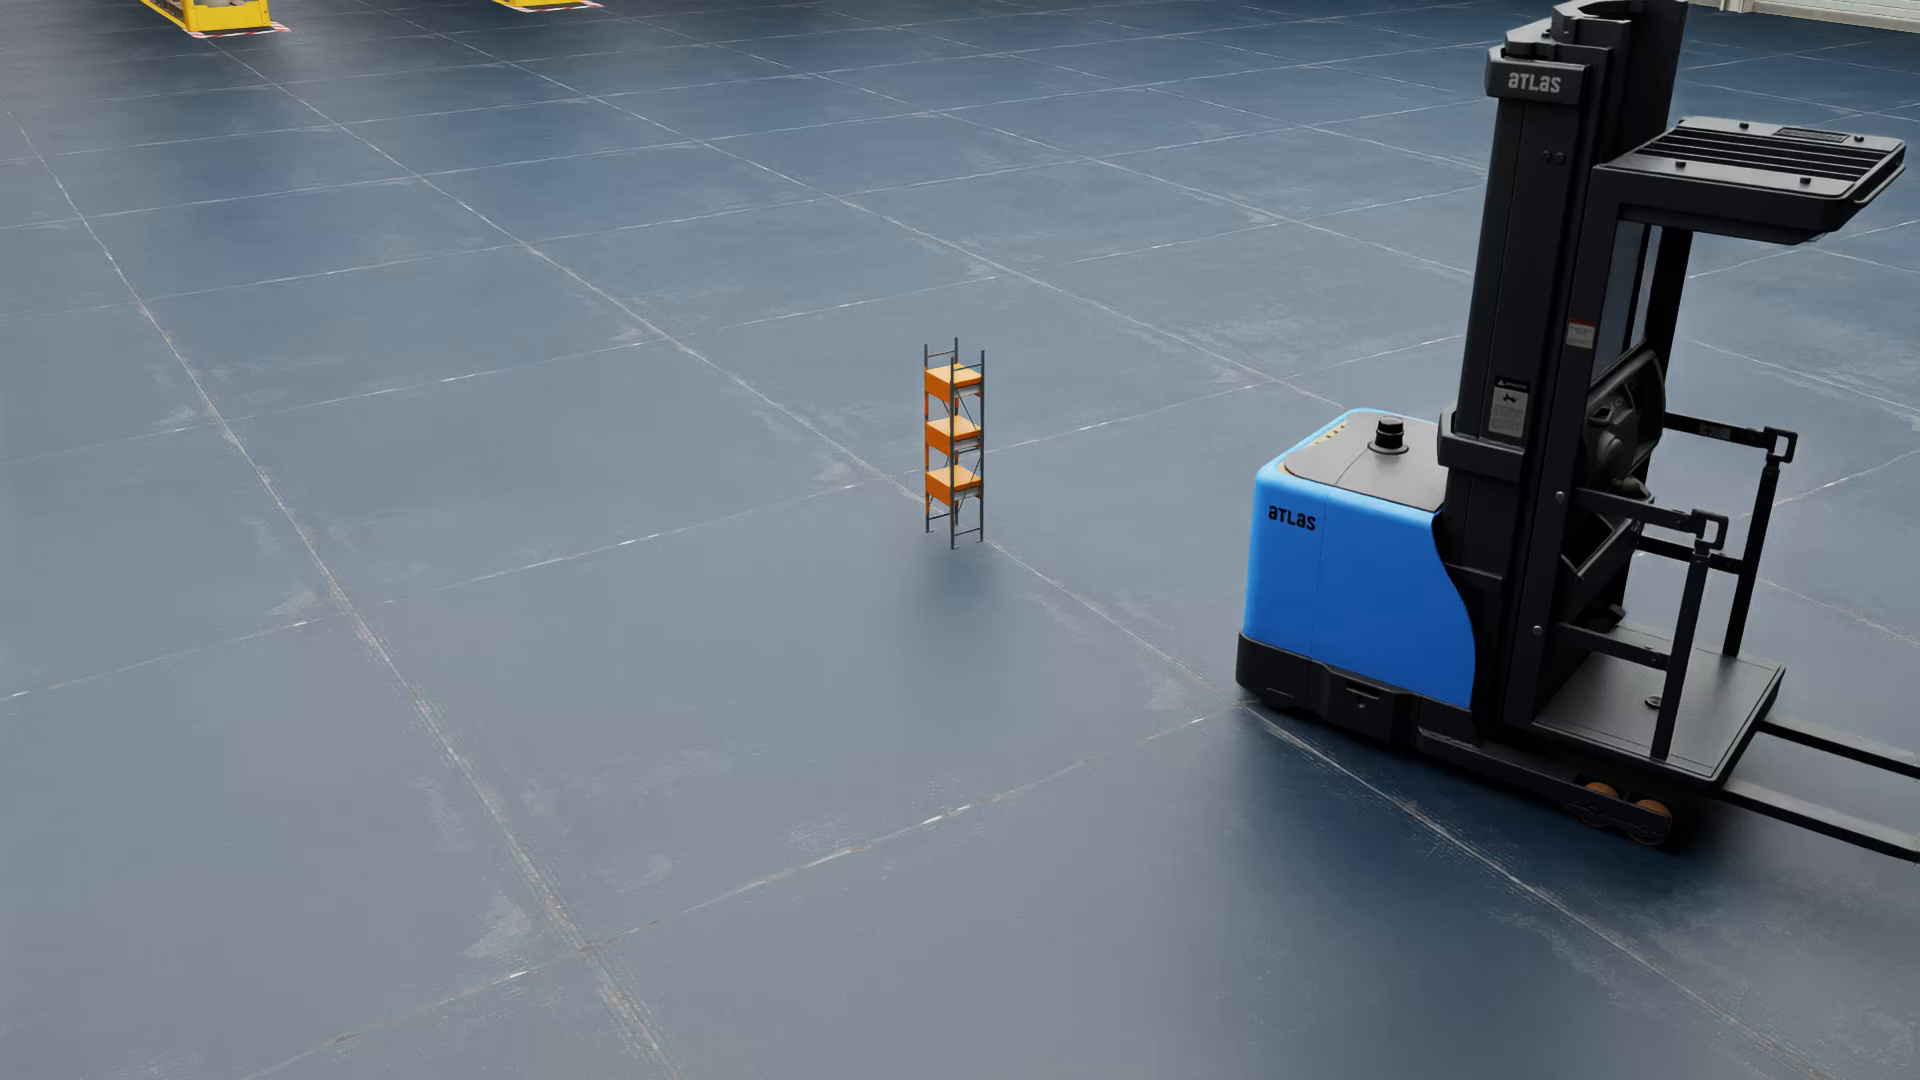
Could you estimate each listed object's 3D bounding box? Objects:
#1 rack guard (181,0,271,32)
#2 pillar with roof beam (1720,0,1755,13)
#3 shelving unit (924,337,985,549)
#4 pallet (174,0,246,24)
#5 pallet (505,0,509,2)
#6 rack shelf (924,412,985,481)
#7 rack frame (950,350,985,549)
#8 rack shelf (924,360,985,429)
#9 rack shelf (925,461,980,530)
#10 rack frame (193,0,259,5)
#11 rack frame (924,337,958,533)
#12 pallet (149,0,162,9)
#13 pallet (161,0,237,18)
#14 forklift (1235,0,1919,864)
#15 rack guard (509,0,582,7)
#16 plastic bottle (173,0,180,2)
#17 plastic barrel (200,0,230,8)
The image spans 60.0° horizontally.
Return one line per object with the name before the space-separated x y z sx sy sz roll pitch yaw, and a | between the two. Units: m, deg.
rack guard | -11.084 -7.999 25.109 1.175 0.500 0.348 -16 29 -30
pillar with roof beam | 8.925 -11.612 22.806 9.100 9.000 0.400 -16 29 -30
shelving unit | -0.029 -0.494 8.566 0.215 1.050 0.252 -16 29 -30
pallet | -11.523 -8.160 25.788 1.003 0.211 1.213 -16 29 -30
pallet | -7.309 -9.332 28.272 1.003 0.211 1.213 -16 29 -30
rack shelf | -0.029 -0.484 8.571 0.215 0.259 0.240 -16 29 -30
rack frame | 0.037 -0.450 8.474 0.200 1.050 0.008 -16 29 -30
rack shelf | -0.029 -0.741 8.450 0.215 0.259 0.240 -16 29 -30
rack shelf | -0.029 -0.233 8.690 0.215 0.259 0.240 -16 29 -30
rack frame | -11.003 -9.113 24.541 1.000 3.000 0.127 -16 29 -30
rack frame | -0.096 -0.538 8.659 0.200 1.050 0.008 -16 29 -30
pallet | -12.855 -9.033 27.637 1.003 0.211 1.213 -16 29 -30
pallet | -12.185 -8.596 26.712 1.003 0.211 1.213 -16 29 -30
forklift | 2.689 -0.427 6.222 3.031 2.935 1.130 18 31 33
rack guard | -6.895 -9.164 27.577 1.175 0.500 0.348 -16 29 -30
plastic bottle | -12.373 -8.601 26.219 0.097 0.201 0.097 0 25 0
plastic barrel | -11.427 -8.396 25.443 0.421 0.512 0.421 0 25 0
